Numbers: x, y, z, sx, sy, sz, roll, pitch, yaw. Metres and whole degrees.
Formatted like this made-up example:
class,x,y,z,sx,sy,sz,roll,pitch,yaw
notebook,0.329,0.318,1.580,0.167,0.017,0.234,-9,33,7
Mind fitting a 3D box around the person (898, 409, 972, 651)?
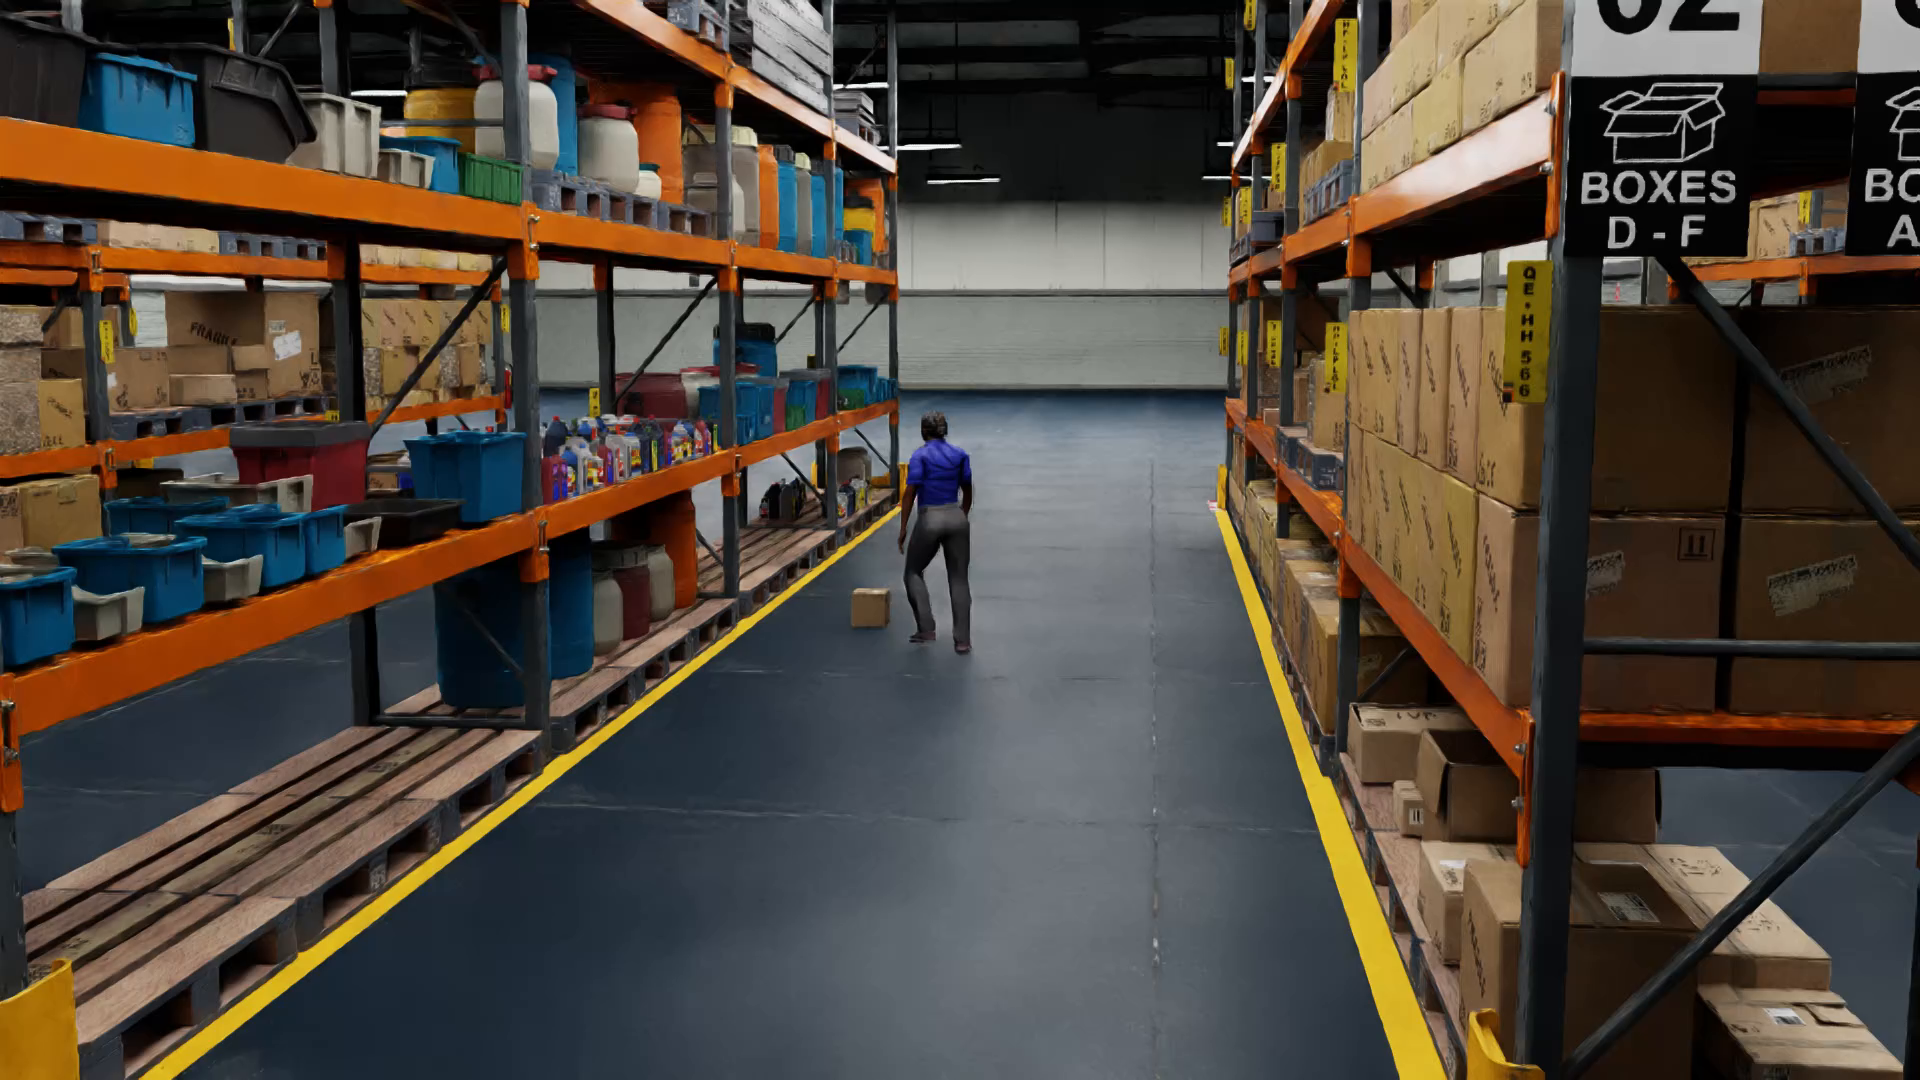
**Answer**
class,x,y,z,sx,sy,sz,roll,pitch,yaw
person,-0.160,-0.071,11.339,0.576,1.637,0.461,-3,8,-20
